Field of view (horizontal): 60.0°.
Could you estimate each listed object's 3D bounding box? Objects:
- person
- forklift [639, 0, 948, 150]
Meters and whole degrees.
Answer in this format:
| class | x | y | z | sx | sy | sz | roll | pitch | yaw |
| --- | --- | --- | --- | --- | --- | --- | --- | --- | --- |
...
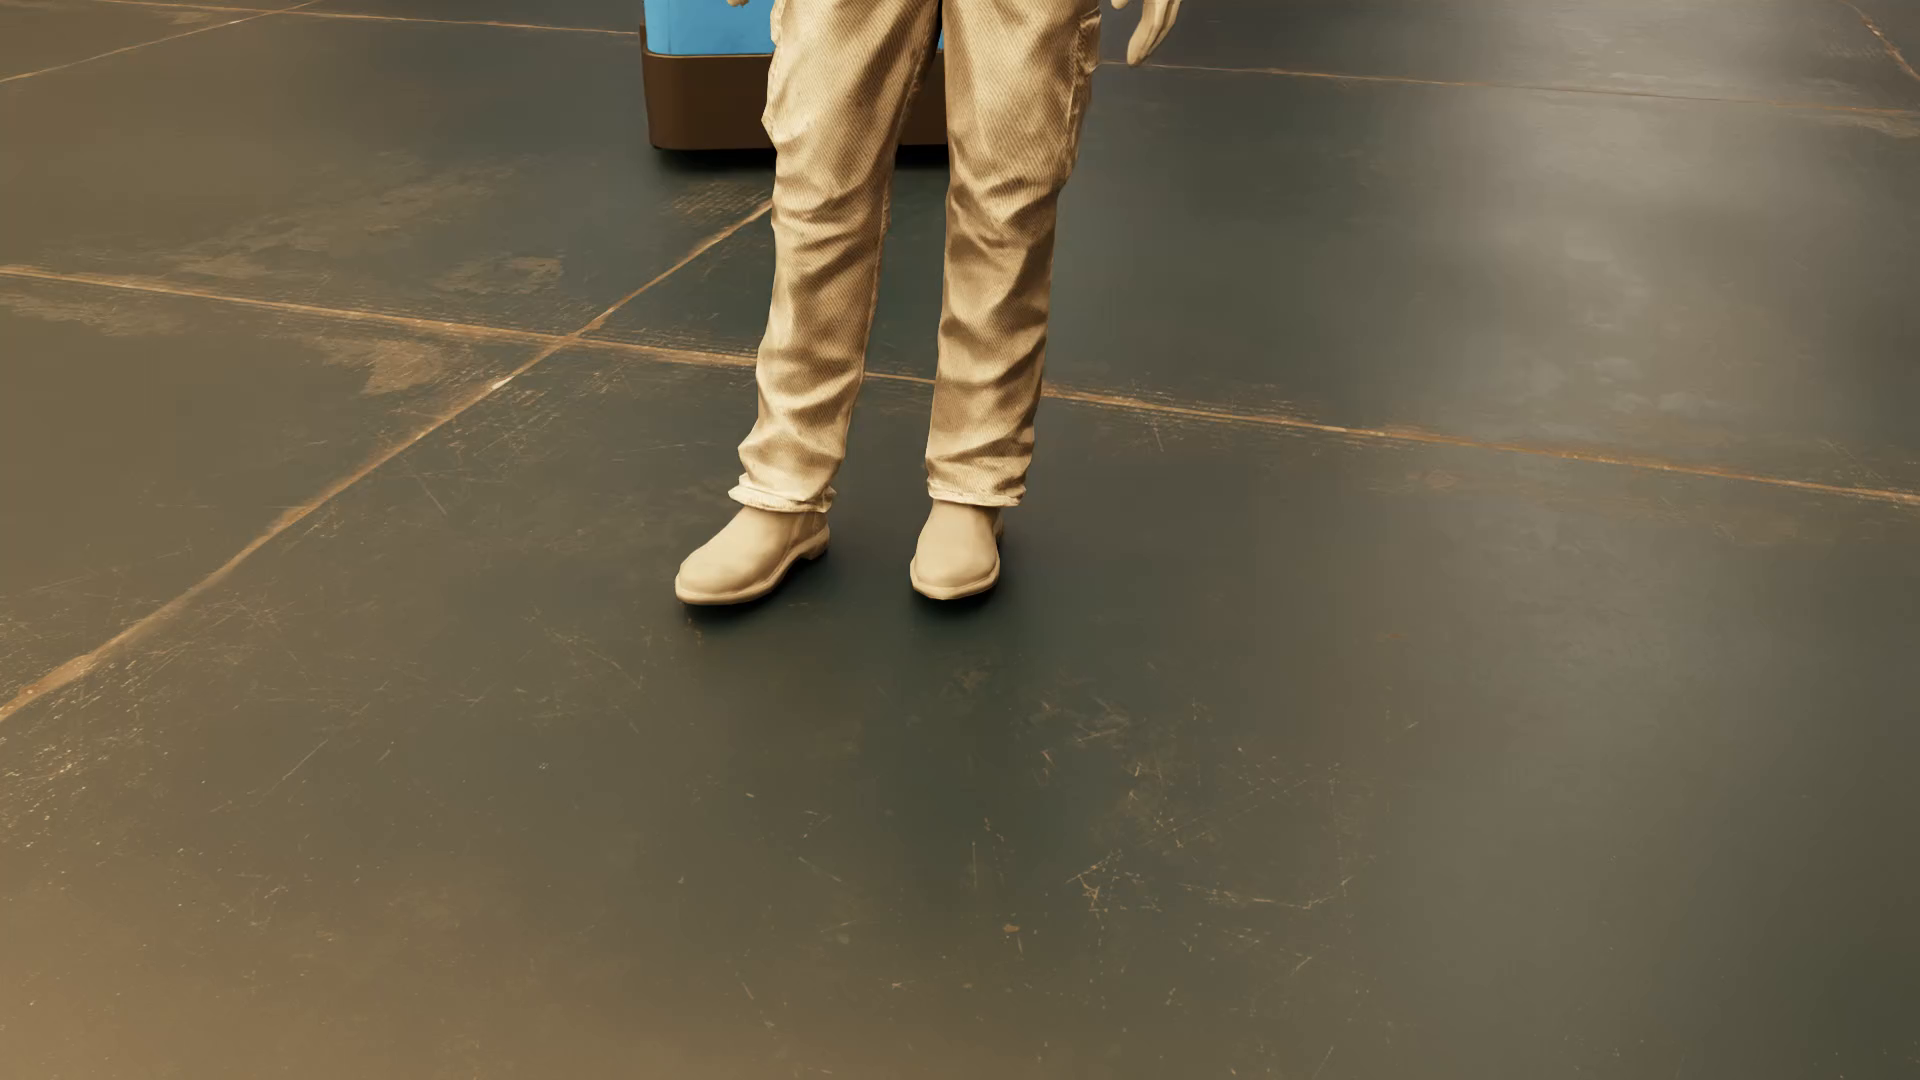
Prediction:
| class | x | y | z | sx | sy | sz | roll | pitch | yaw |
| --- | --- | --- | --- | --- | --- | --- | --- | --- | --- |
| person | -0.030 | -0.771 | 2.032 | 0.657 | 1.785 | 0.575 | 8 | 28 | 16 |
| forklift | -0.430 | -2.958 | 5.072 | 1.130 | 2.935 | 3.031 | -2 | 27 | -5 |
